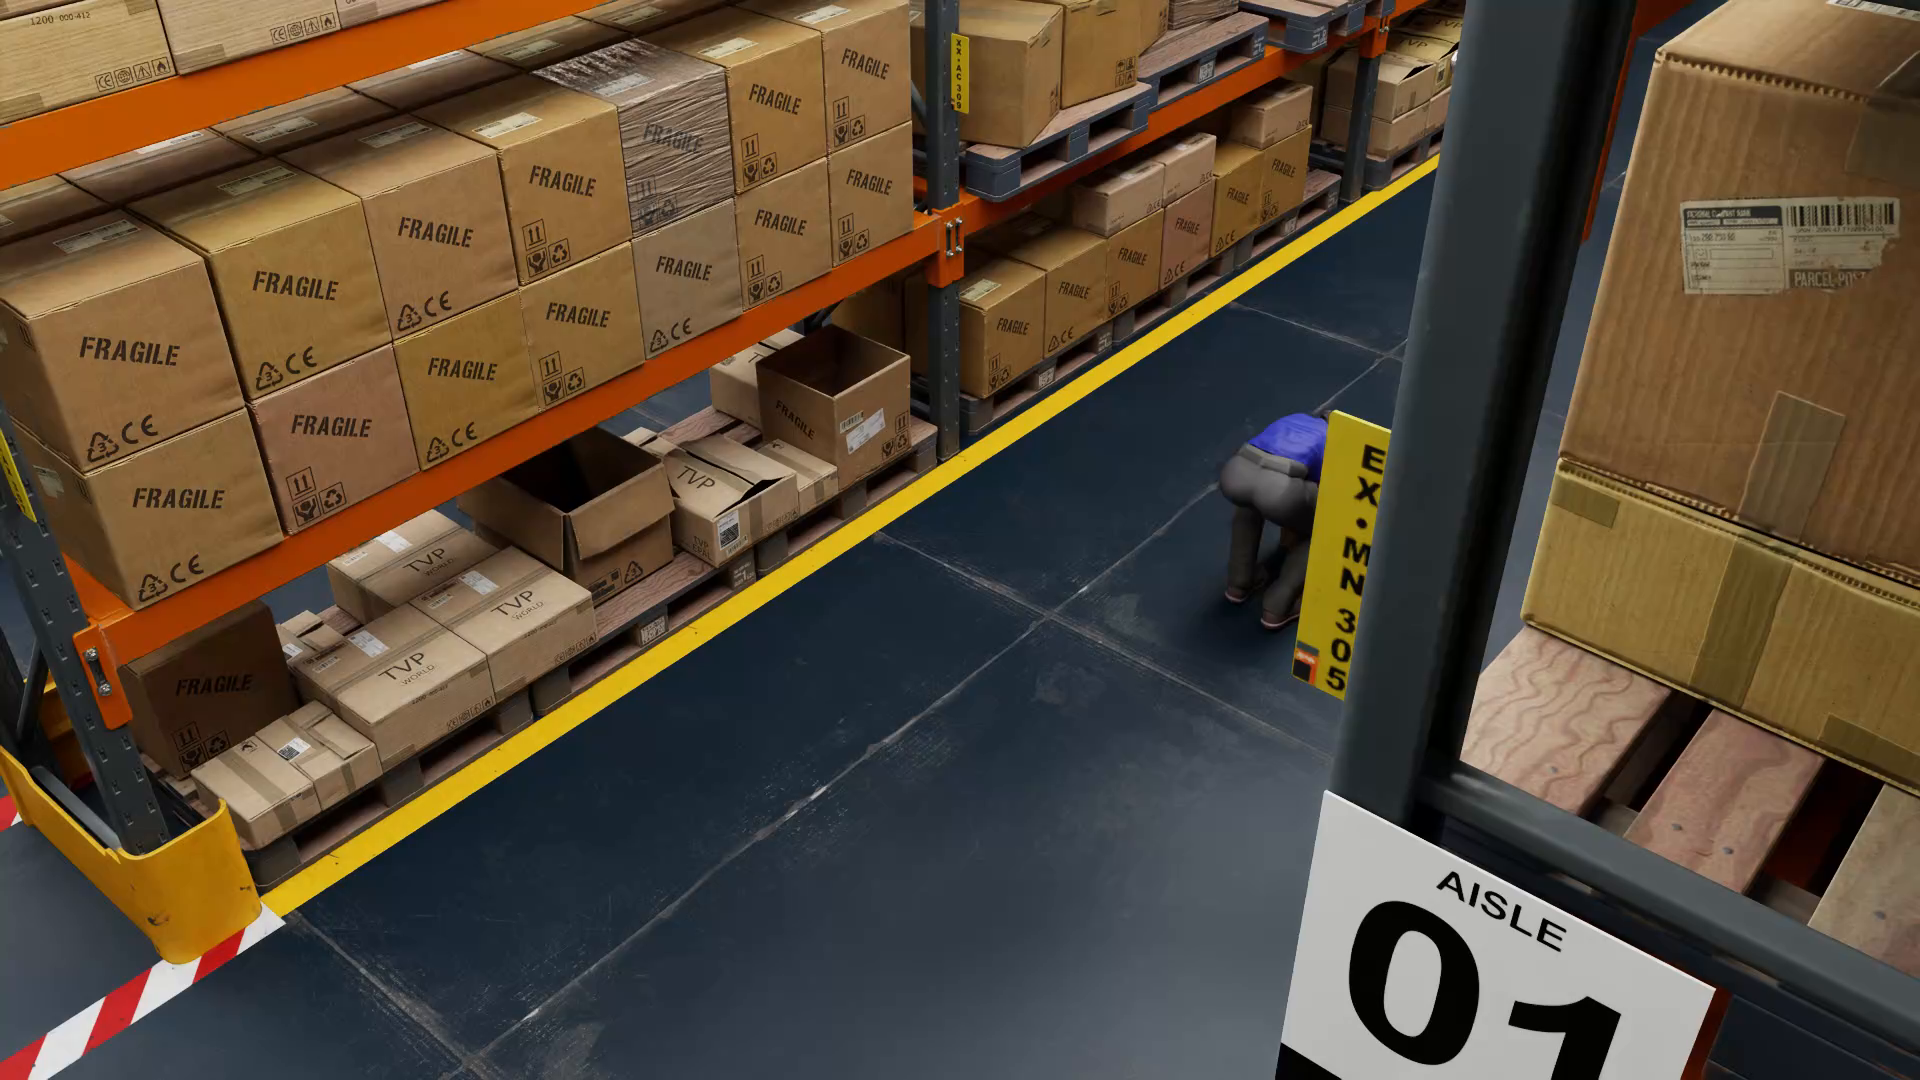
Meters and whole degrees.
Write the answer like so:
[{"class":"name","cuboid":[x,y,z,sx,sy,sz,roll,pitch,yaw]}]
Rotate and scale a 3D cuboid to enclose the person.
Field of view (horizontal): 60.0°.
[{"class":"person","cuboid":[1.321,-0.422,6.747,0.464,1.656,0.491,25,42,31]}]
